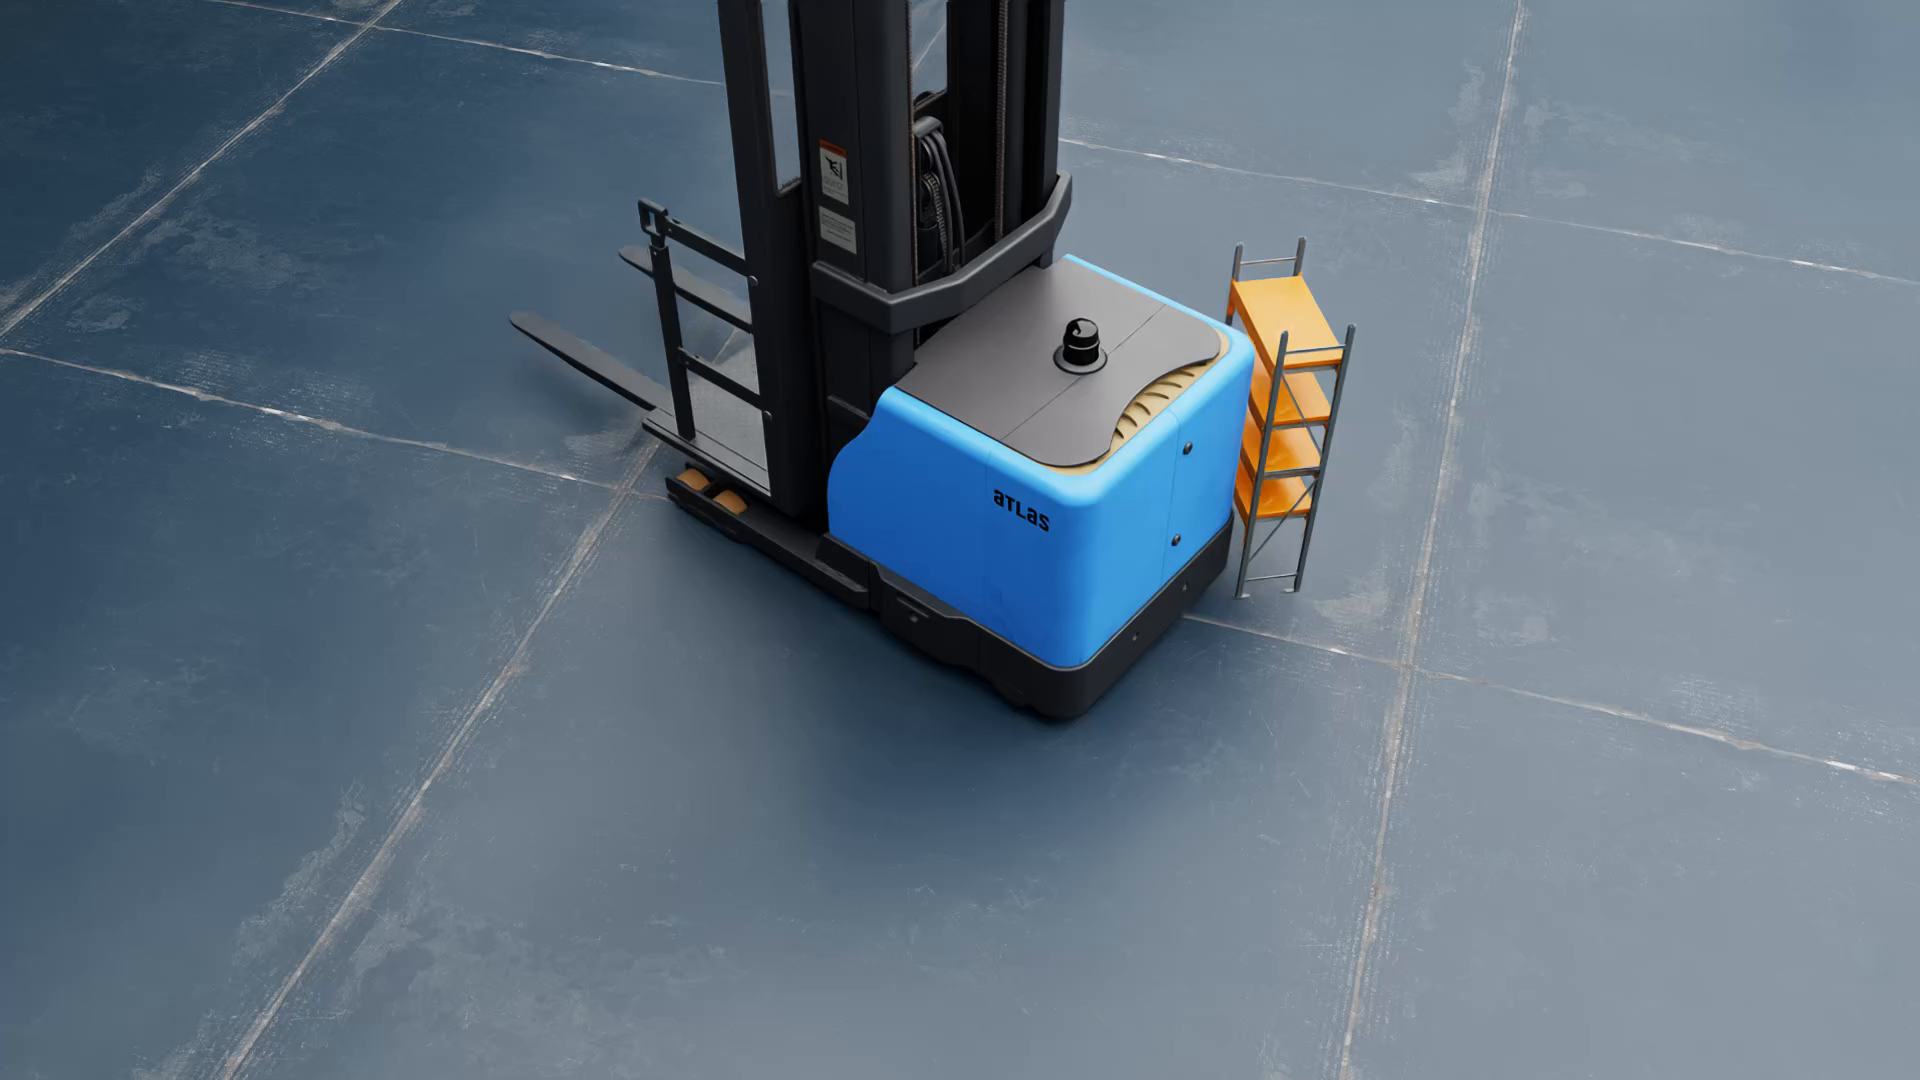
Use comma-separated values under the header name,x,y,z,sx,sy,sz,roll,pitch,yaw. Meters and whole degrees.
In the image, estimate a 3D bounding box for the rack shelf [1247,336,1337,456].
name,x,y,z,sx,sy,sz,roll,pitch,yaw
rack shelf,1.080,-0.513,5.692,0.258,0.148,0.480,-7,45,-7

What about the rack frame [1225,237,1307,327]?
name,x,y,z,sx,sy,sz,roll,pitch,yaw
rack frame,1.037,-0.569,5.973,0.240,1.200,0.015,-7,45,-7

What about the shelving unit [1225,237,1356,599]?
name,x,y,z,sx,sy,sz,roll,pitch,yaw
shelving unit,1.079,-0.401,5.801,0.258,1.200,0.503,-7,45,-7

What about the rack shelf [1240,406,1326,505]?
name,x,y,z,sx,sy,sz,roll,pitch,yaw
rack shelf,1.079,-0.353,5.848,0.258,0.148,0.480,-7,45,-7

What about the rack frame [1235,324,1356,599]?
name,x,y,z,sx,sy,sz,roll,pitch,yaw
rack frame,1.121,-0.233,5.629,0.240,1.200,0.015,-7,45,-7

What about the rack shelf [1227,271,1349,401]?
name,x,y,z,sx,sy,sz,roll,pitch,yaw
rack shelf,1.082,-0.682,5.526,0.258,0.148,0.480,-7,45,-7

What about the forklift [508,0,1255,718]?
name,x,y,z,sx,sy,sz,roll,pitch,yaw
forklift,-0.486,-1.324,5.508,3.031,2.935,1.130,30,52,27

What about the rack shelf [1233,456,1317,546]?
name,x,y,z,sx,sy,sz,roll,pitch,yaw
rack shelf,1.078,-0.211,5.987,0.258,0.148,0.480,-7,45,-7
